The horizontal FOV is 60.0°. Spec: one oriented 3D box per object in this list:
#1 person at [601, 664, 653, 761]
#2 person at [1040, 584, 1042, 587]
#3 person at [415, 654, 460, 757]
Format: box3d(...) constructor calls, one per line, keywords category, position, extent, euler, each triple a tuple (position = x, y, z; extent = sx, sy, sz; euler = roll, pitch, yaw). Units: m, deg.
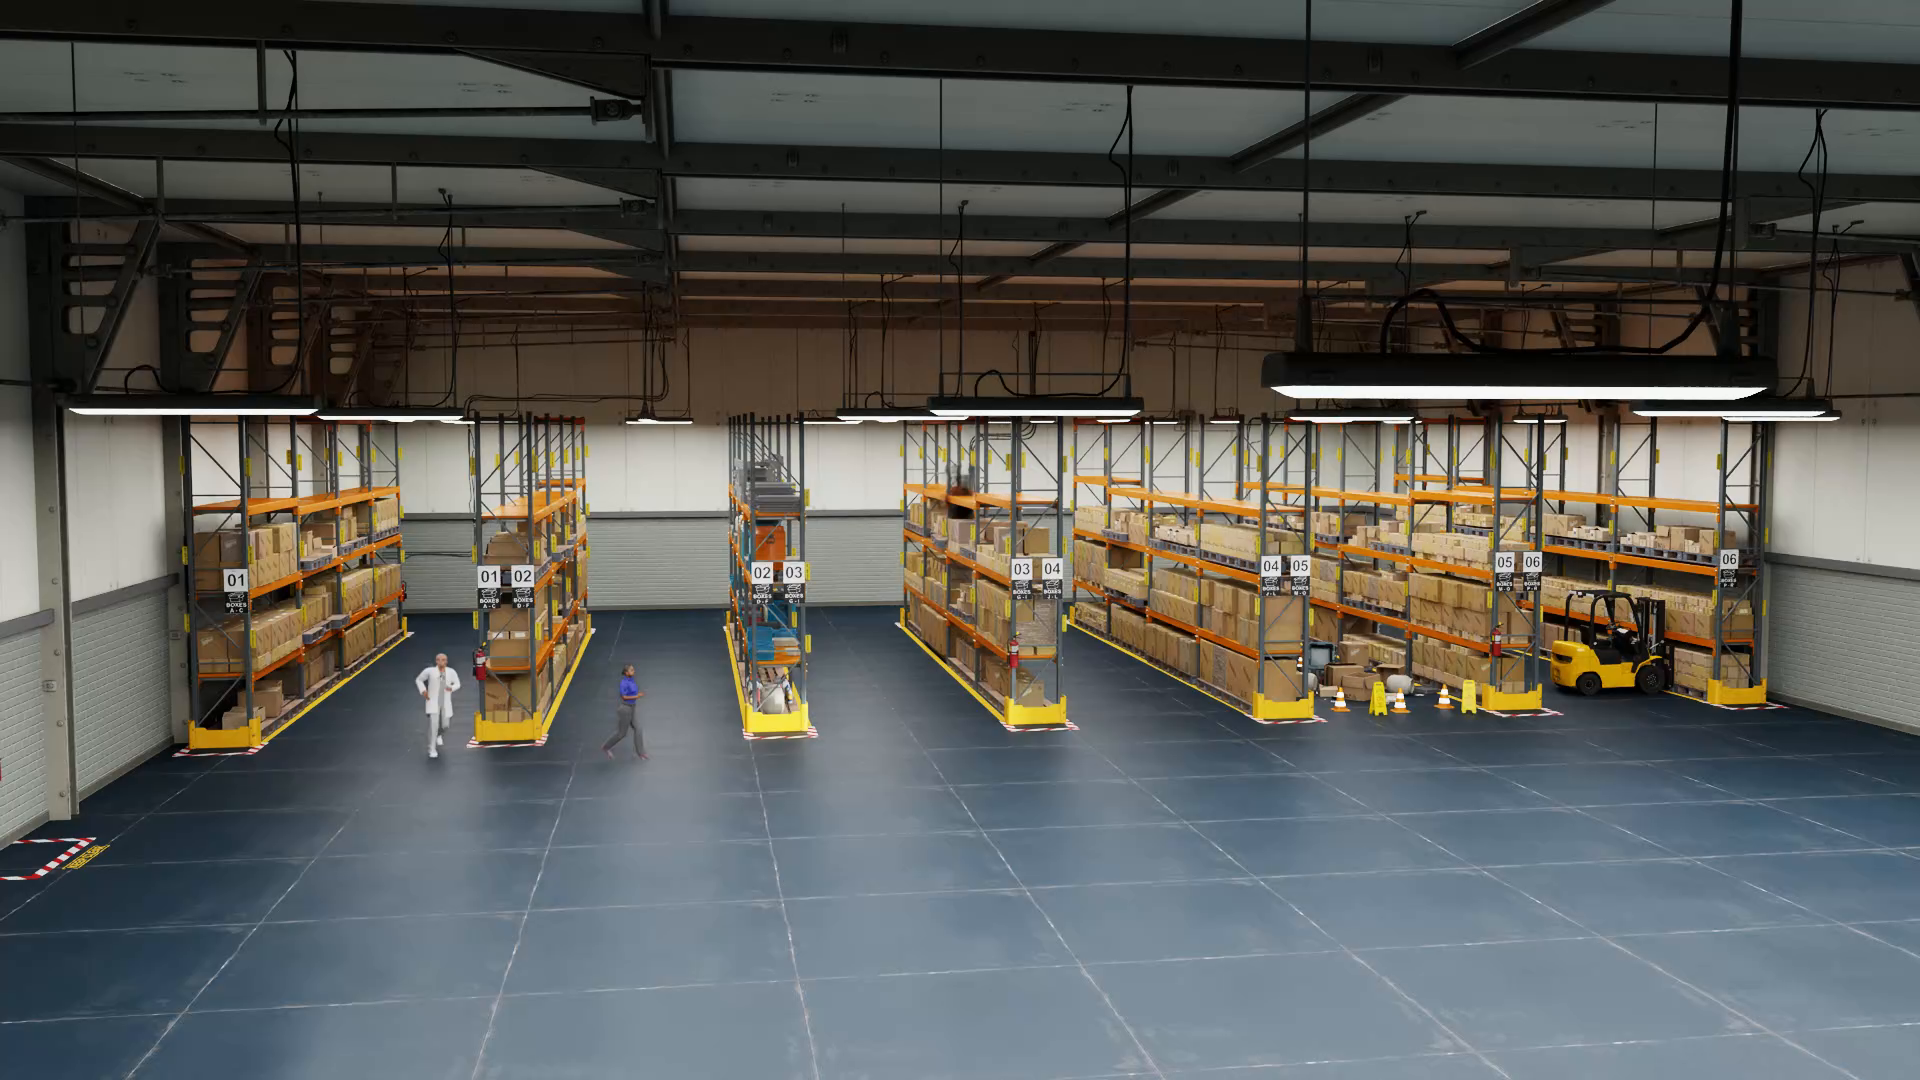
box3d(category="person", position=(-5.699, 2.941, 28.408), extent=(0.900, 1.663, 0.604), euler=(1, 4, 10))
box3d(category="person", position=(2.479, 1.750, 45.488), extent=(0.673, 1.780, 0.805), euler=(0, 4, -1))
box3d(category="person", position=(-9.172, 2.882, 29.325), extent=(0.733, 1.756, 0.956), euler=(-3, 5, -36))
